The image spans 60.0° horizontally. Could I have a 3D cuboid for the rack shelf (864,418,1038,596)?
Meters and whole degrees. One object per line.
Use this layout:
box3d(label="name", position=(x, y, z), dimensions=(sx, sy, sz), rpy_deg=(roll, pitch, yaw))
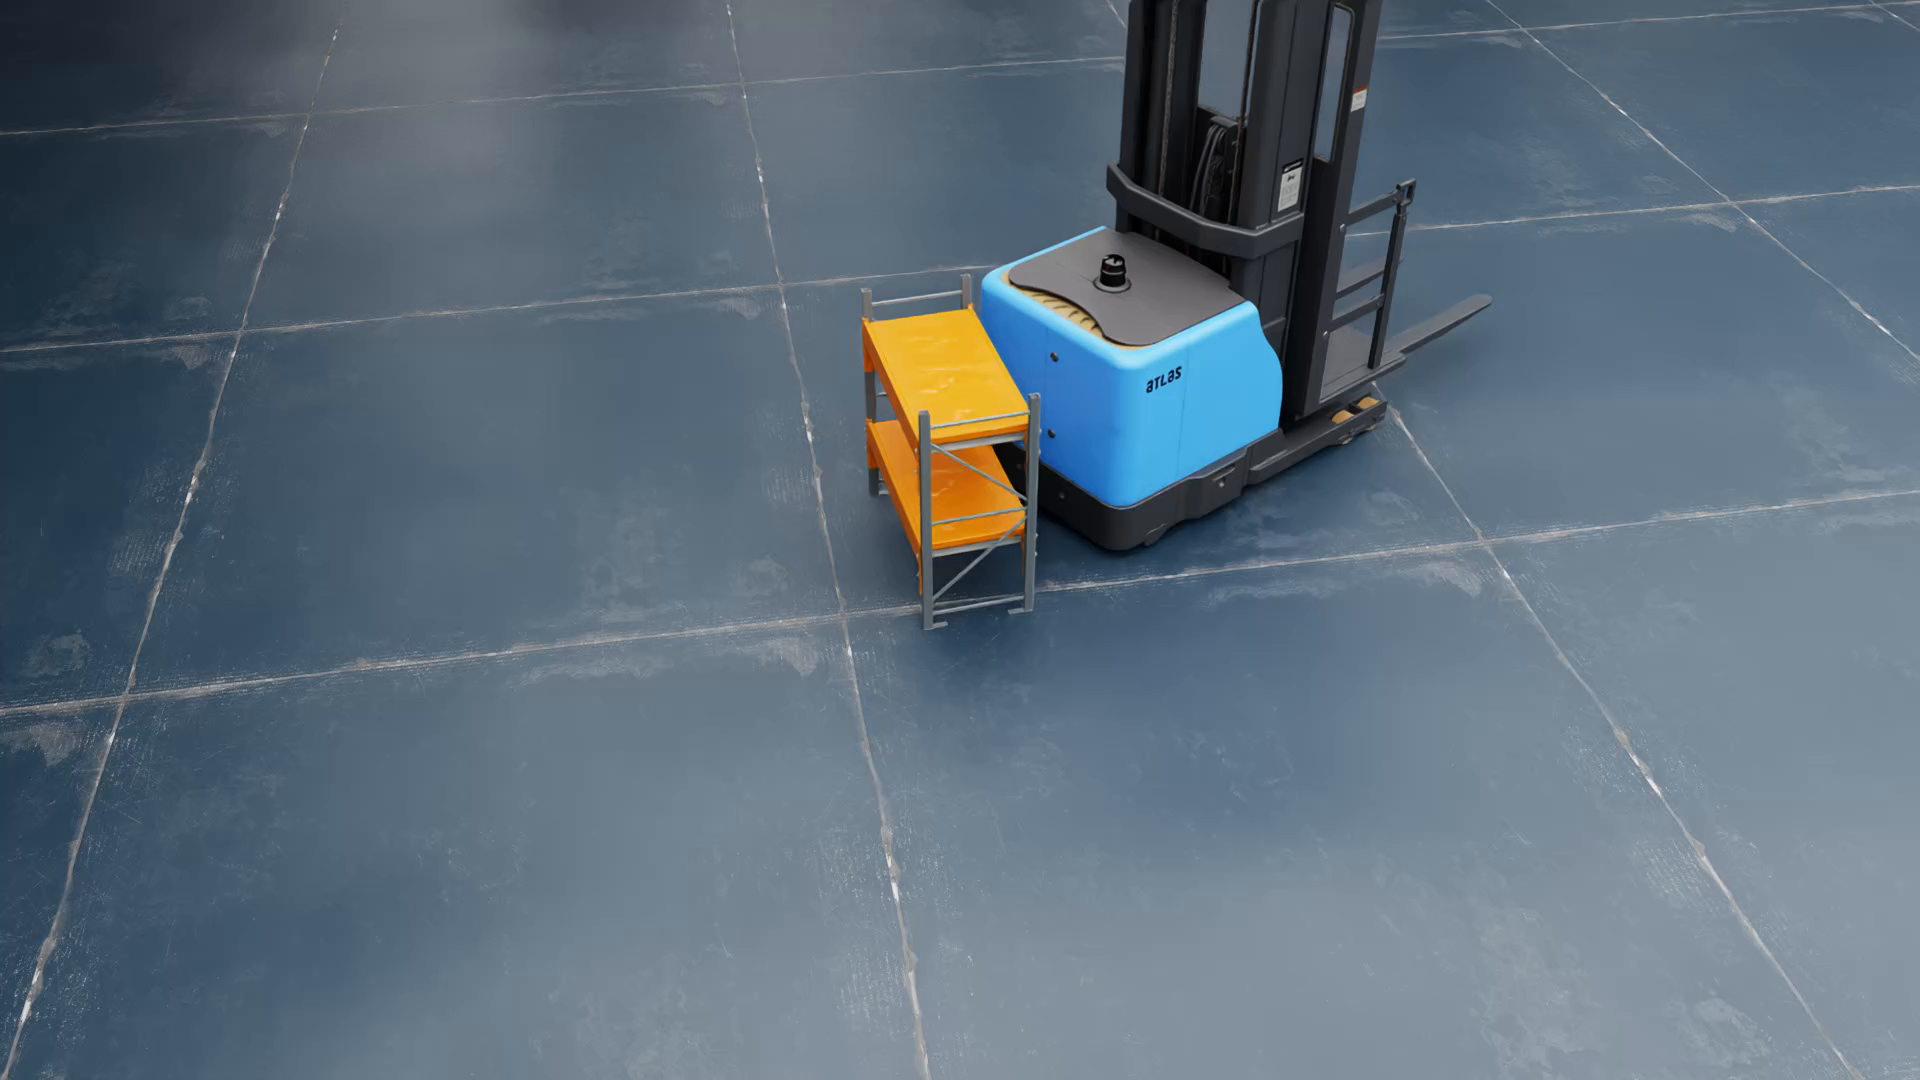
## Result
box3d(label="rack shelf", position=(-0.057, -0.205, 7.495), dimensions=(0.538, 0.278, 1.000), rpy_deg=(-10, 39, -12))

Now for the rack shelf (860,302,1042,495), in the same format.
box3d(label="rack shelf", position=(-0.057, -0.629, 7.166), dimensions=(0.538, 0.278, 1.000), rpy_deg=(-10, 39, -12))

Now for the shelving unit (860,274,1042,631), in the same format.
box3d(label="shelving unit", position=(-0.057, -0.398, 7.345), dimensions=(0.538, 1.125, 1.048), rpy_deg=(-10, 39, -12))

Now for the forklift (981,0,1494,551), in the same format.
box3d(label="forklift", position=(1.539, -1.865, 7.761), dimensions=(3.031, 2.935, 1.130), rpy_deg=(-27, 45, -30))

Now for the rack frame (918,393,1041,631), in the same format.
box3d(label="rack frame", position=(0.079, -0.097, 6.959), dimensions=(0.500, 1.125, 0.032), rpy_deg=(-10, 39, -12))

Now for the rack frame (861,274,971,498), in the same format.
box3d(label="rack frame", position=(-0.194, -0.698, 7.732), dimensions=(0.500, 1.125, 0.032), rpy_deg=(-10, 39, -12))
